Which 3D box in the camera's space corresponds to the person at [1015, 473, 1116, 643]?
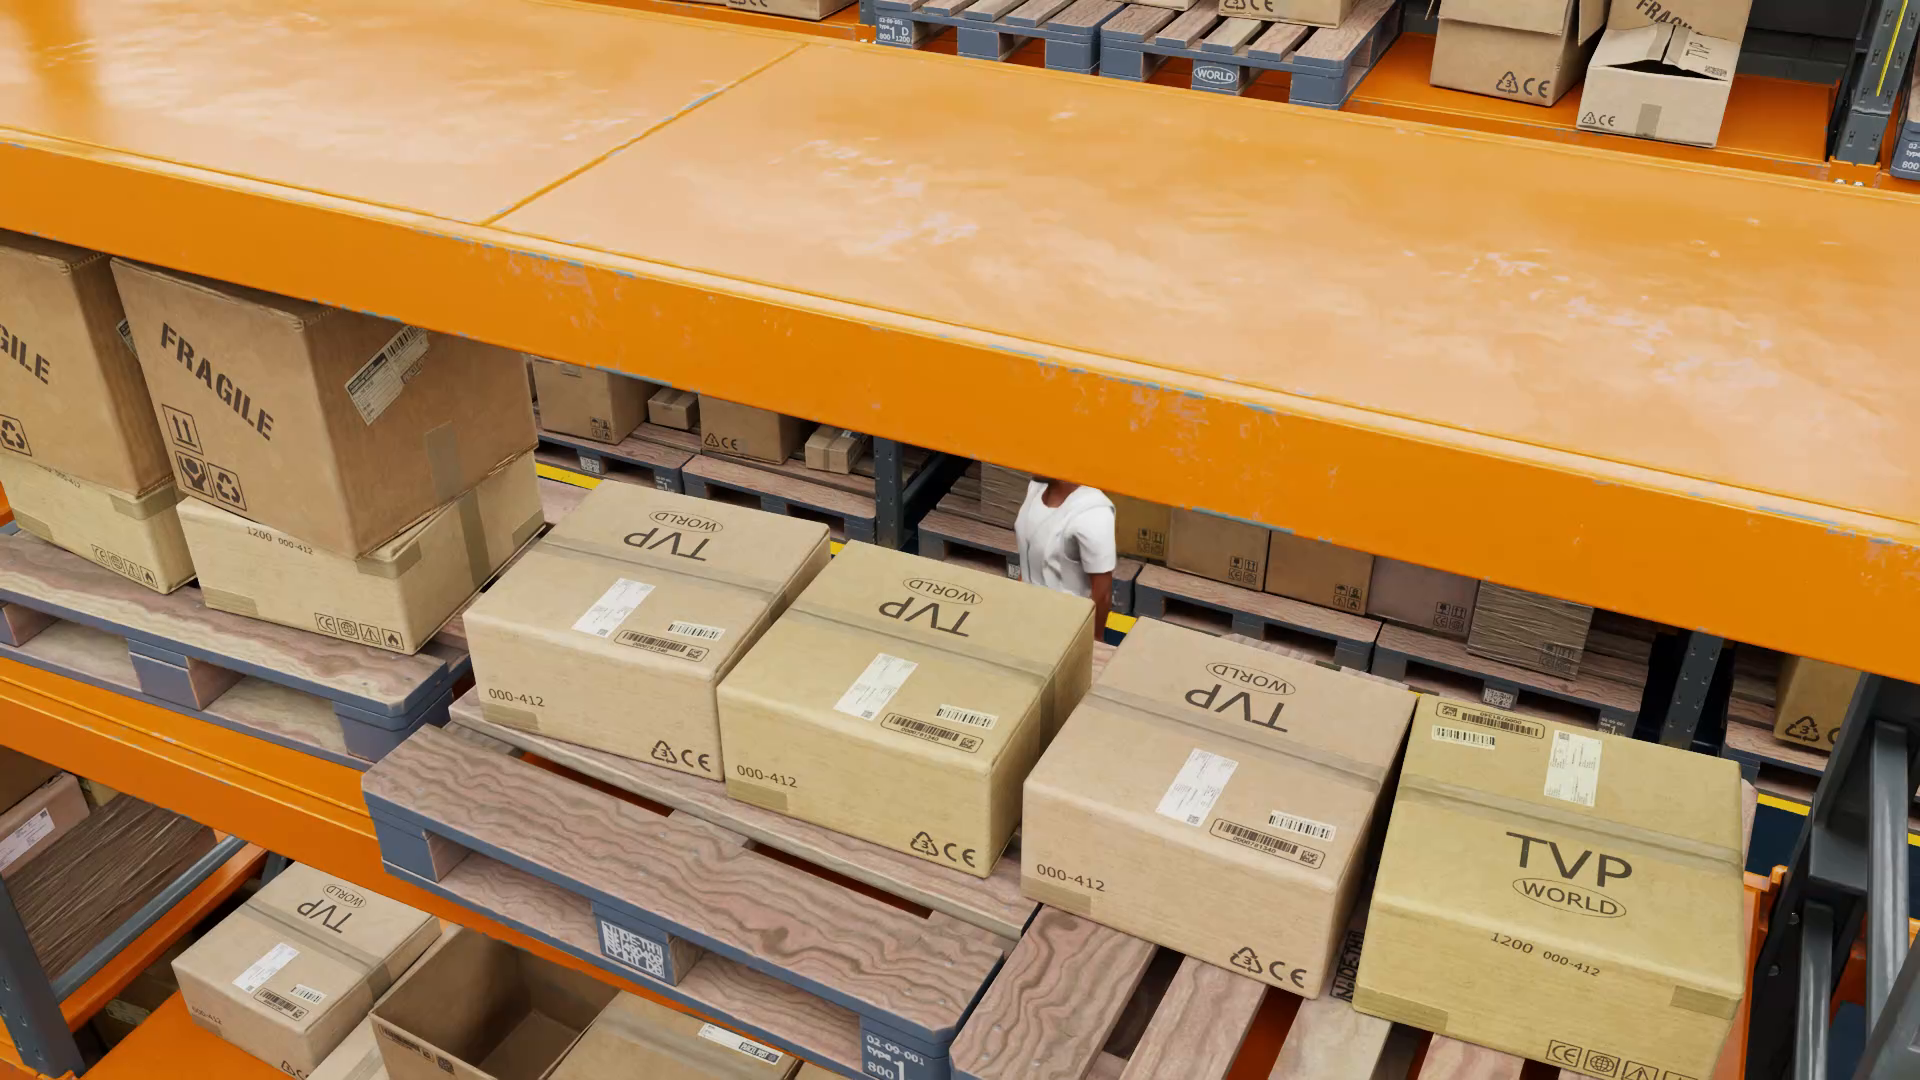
[{"bbox_3d":[0.473,0.278,7.036,0.461,1.766,0.653,-14,36,-20],"label":"person"}]
